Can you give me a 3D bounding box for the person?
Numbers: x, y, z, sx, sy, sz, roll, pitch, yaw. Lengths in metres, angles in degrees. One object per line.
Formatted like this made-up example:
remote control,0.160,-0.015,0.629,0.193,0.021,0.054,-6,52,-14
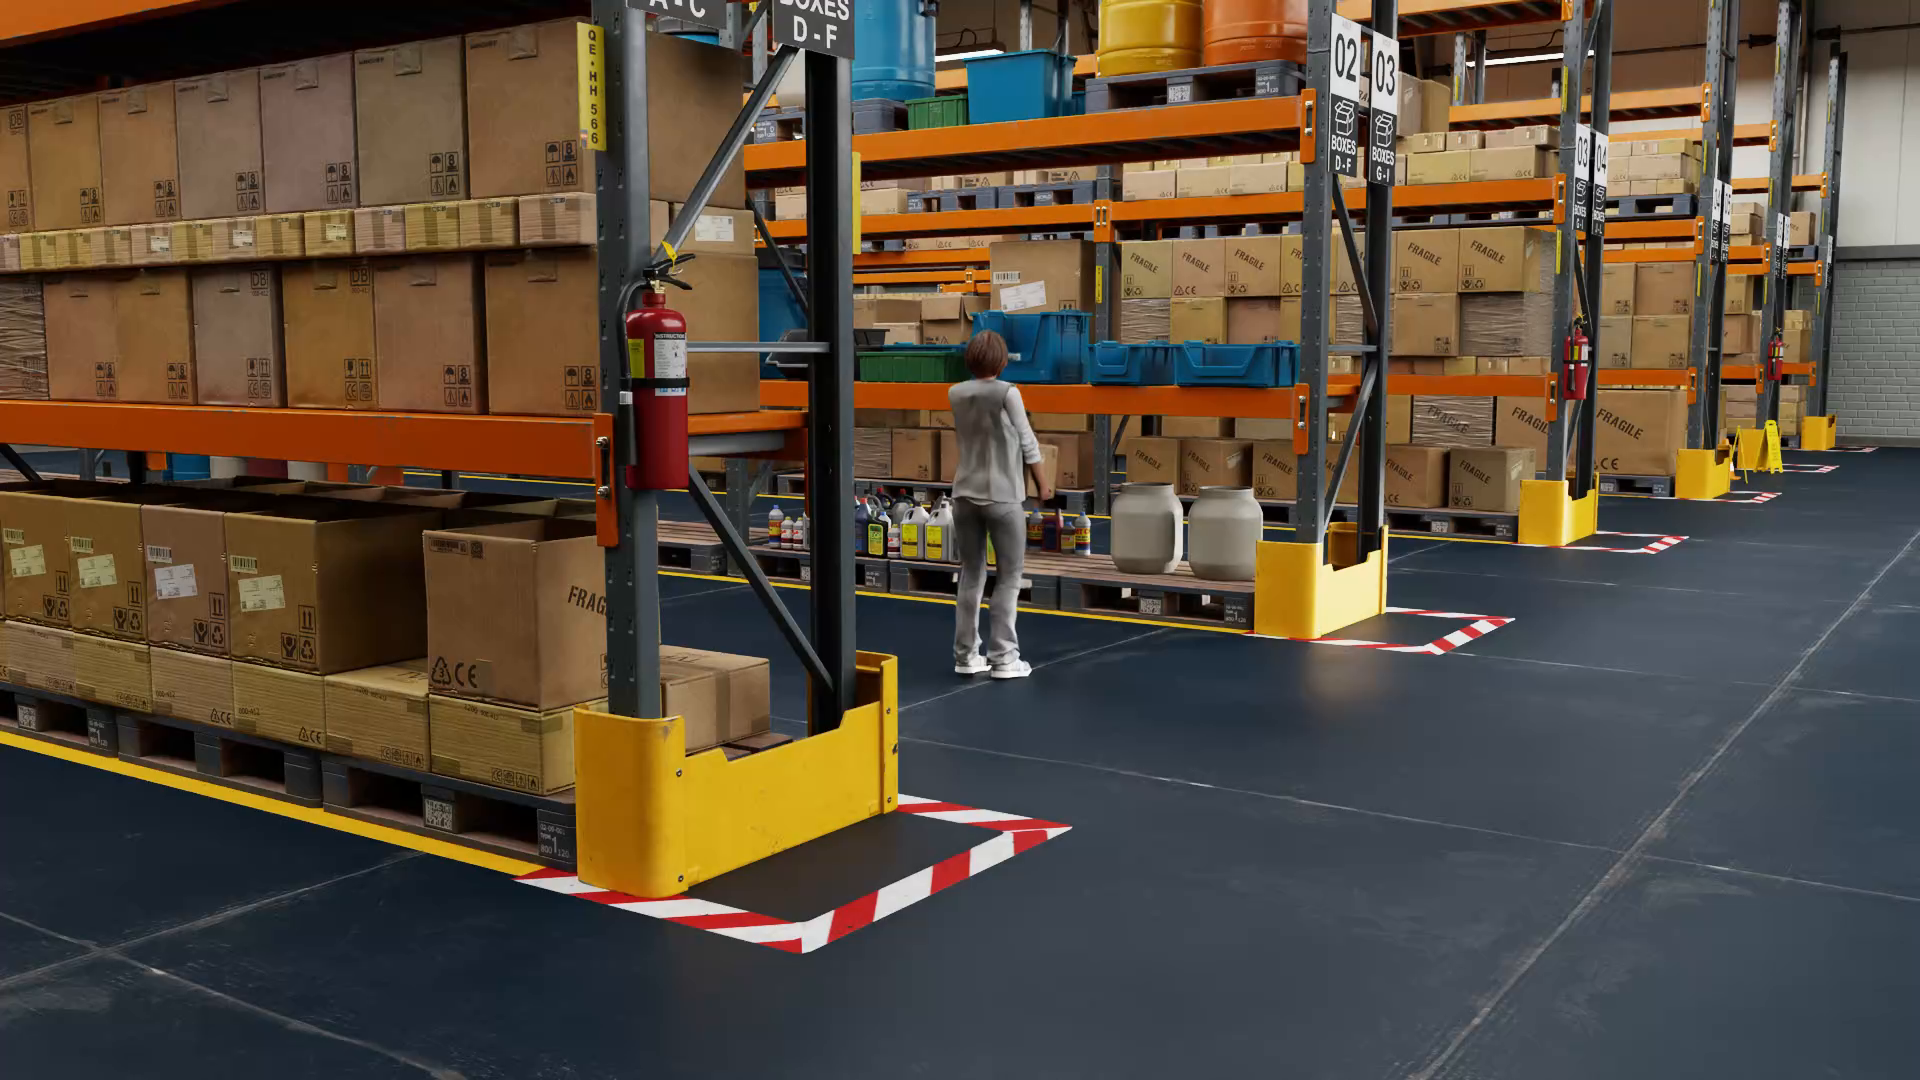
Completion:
person,0.177,-0.162,7.699,0.375,1.585,0.502,4,8,33
